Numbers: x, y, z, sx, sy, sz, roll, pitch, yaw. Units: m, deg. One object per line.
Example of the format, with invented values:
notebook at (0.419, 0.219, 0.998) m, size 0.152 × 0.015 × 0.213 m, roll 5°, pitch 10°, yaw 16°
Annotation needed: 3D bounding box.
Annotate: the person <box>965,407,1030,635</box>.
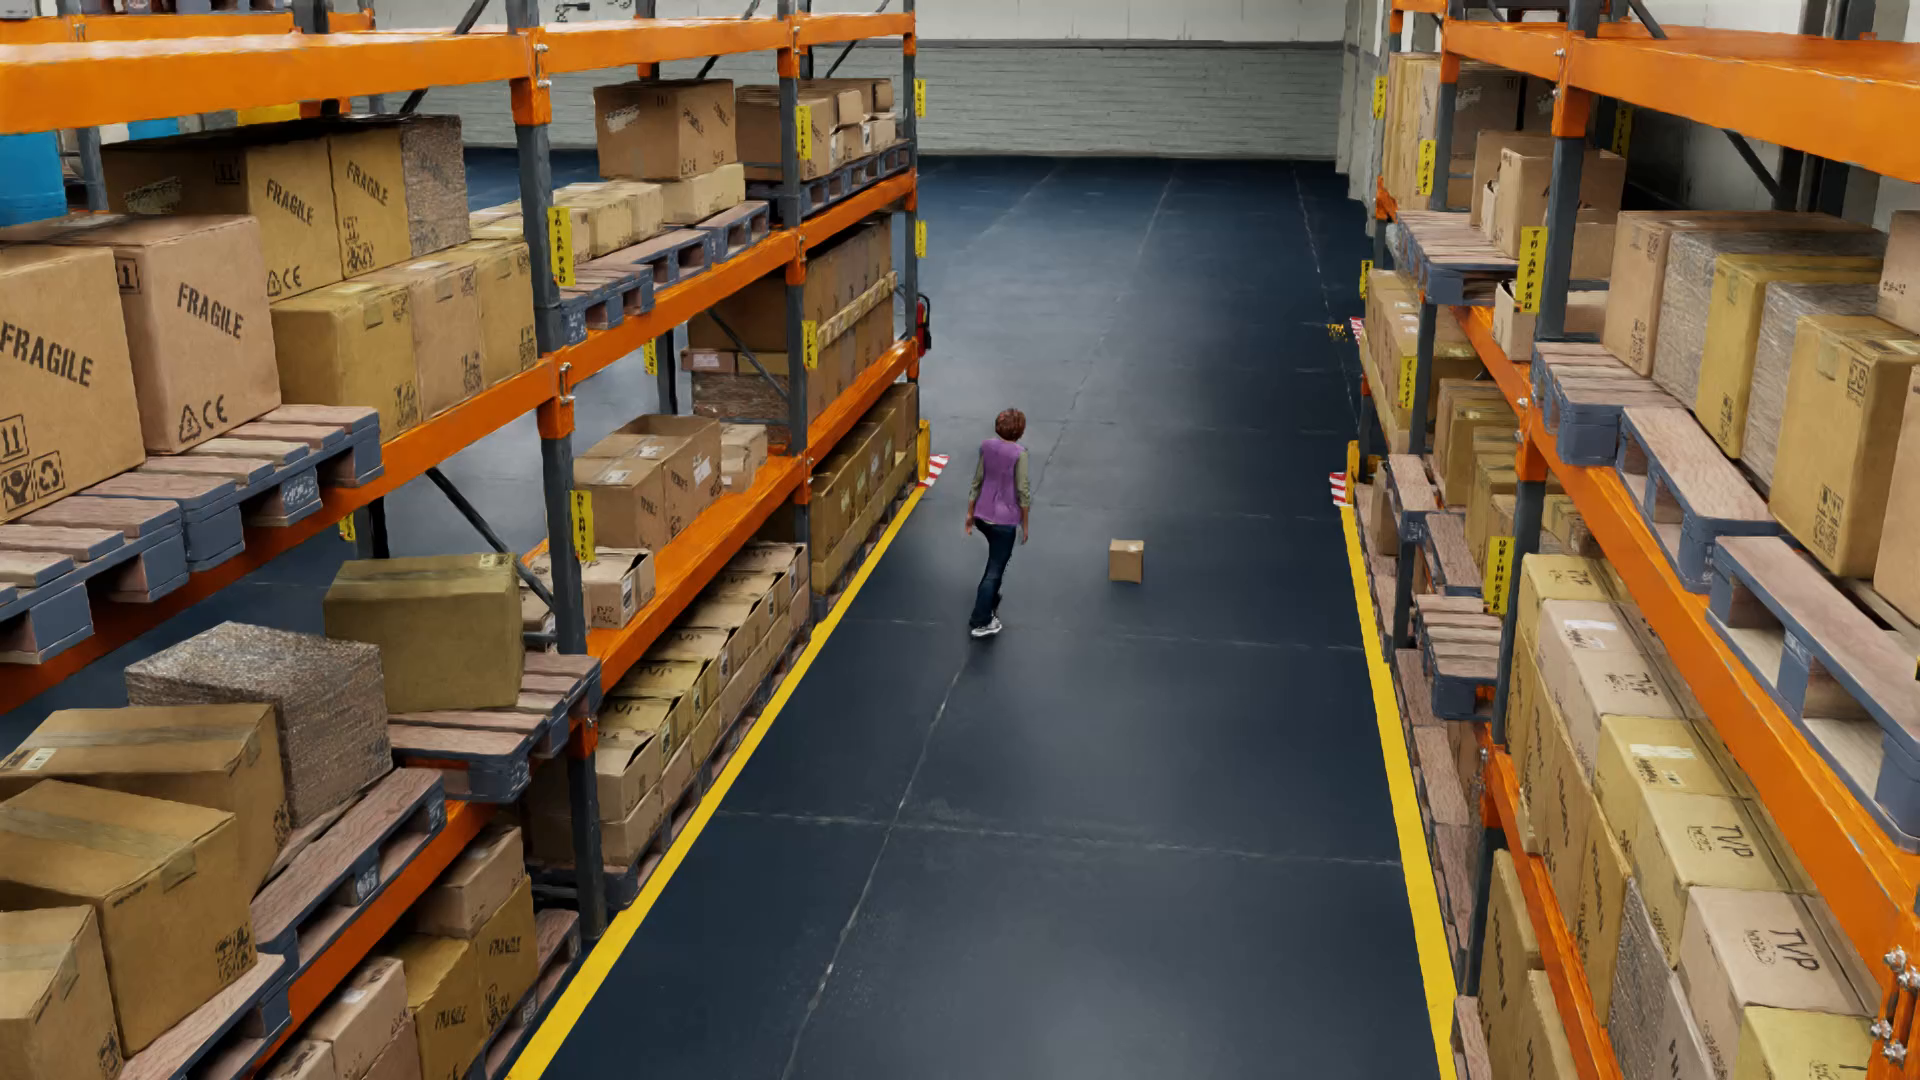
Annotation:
person at (0.256, -0.117, 11.393) m, size 0.442 × 1.591 × 0.499 m, roll 16°, pitch 24°, yaw 41°
